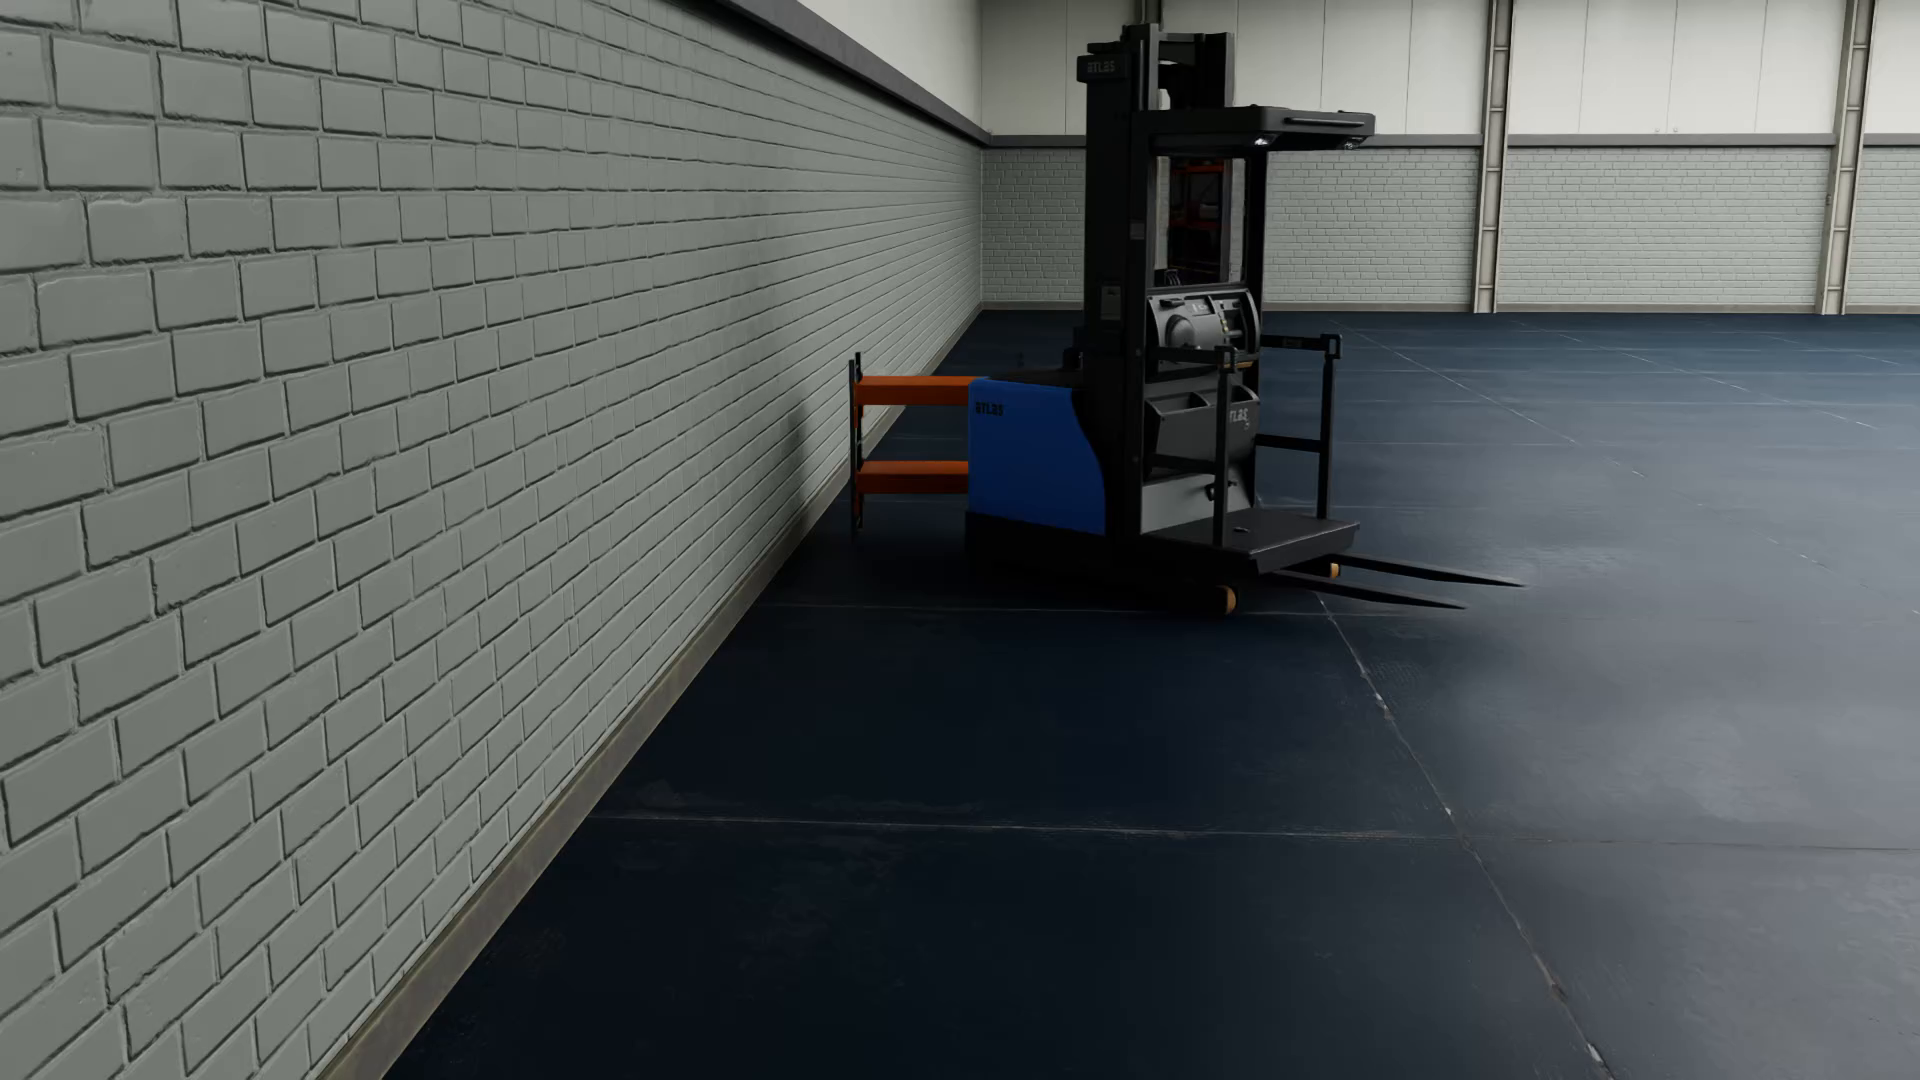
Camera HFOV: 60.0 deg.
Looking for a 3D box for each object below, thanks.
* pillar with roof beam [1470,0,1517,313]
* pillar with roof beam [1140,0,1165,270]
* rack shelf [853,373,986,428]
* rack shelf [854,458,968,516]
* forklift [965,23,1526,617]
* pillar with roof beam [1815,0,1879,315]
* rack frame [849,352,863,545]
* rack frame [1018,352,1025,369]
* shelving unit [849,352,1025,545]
[{"bbox_3d":[9.062,-7.596,24.604,0.400,9.000,9.100,1,12,4],"label":"pillar with roof beam"},{"bbox_3d":[3.075,-7.678,24.996,0.400,9.000,9.100,1,12,4],"label":"pillar with roof beam"},{"bbox_3d":[-0.132,-0.857,10.187,1.000,0.278,0.538,0,12,1],"label":"rack shelf"},{"bbox_3d":[-0.132,-0.331,10.297,1.000,0.278,0.538,0,12,1],"label":"rack shelf"},{"bbox_3d":[1.450,-1.165,8.679,3.031,2.935,1.130,11,16,42],"label":"forklift"},{"bbox_3d":[15.048,-7.514,24.211,0.400,9.000,9.100,1,12,4],"label":"pillar with roof beam"},{"bbox_3d":[-0.641,-0.572,10.256,0.032,1.125,0.500,0,12,1],"label":"rack frame"},{"bbox_3d":[0.376,-0.568,10.237,0.032,1.125,0.500,0,12,1],"label":"rack frame"},{"bbox_3d":[-0.132,-0.570,10.247,1.048,1.125,0.538,0,12,1],"label":"shelving unit"}]
